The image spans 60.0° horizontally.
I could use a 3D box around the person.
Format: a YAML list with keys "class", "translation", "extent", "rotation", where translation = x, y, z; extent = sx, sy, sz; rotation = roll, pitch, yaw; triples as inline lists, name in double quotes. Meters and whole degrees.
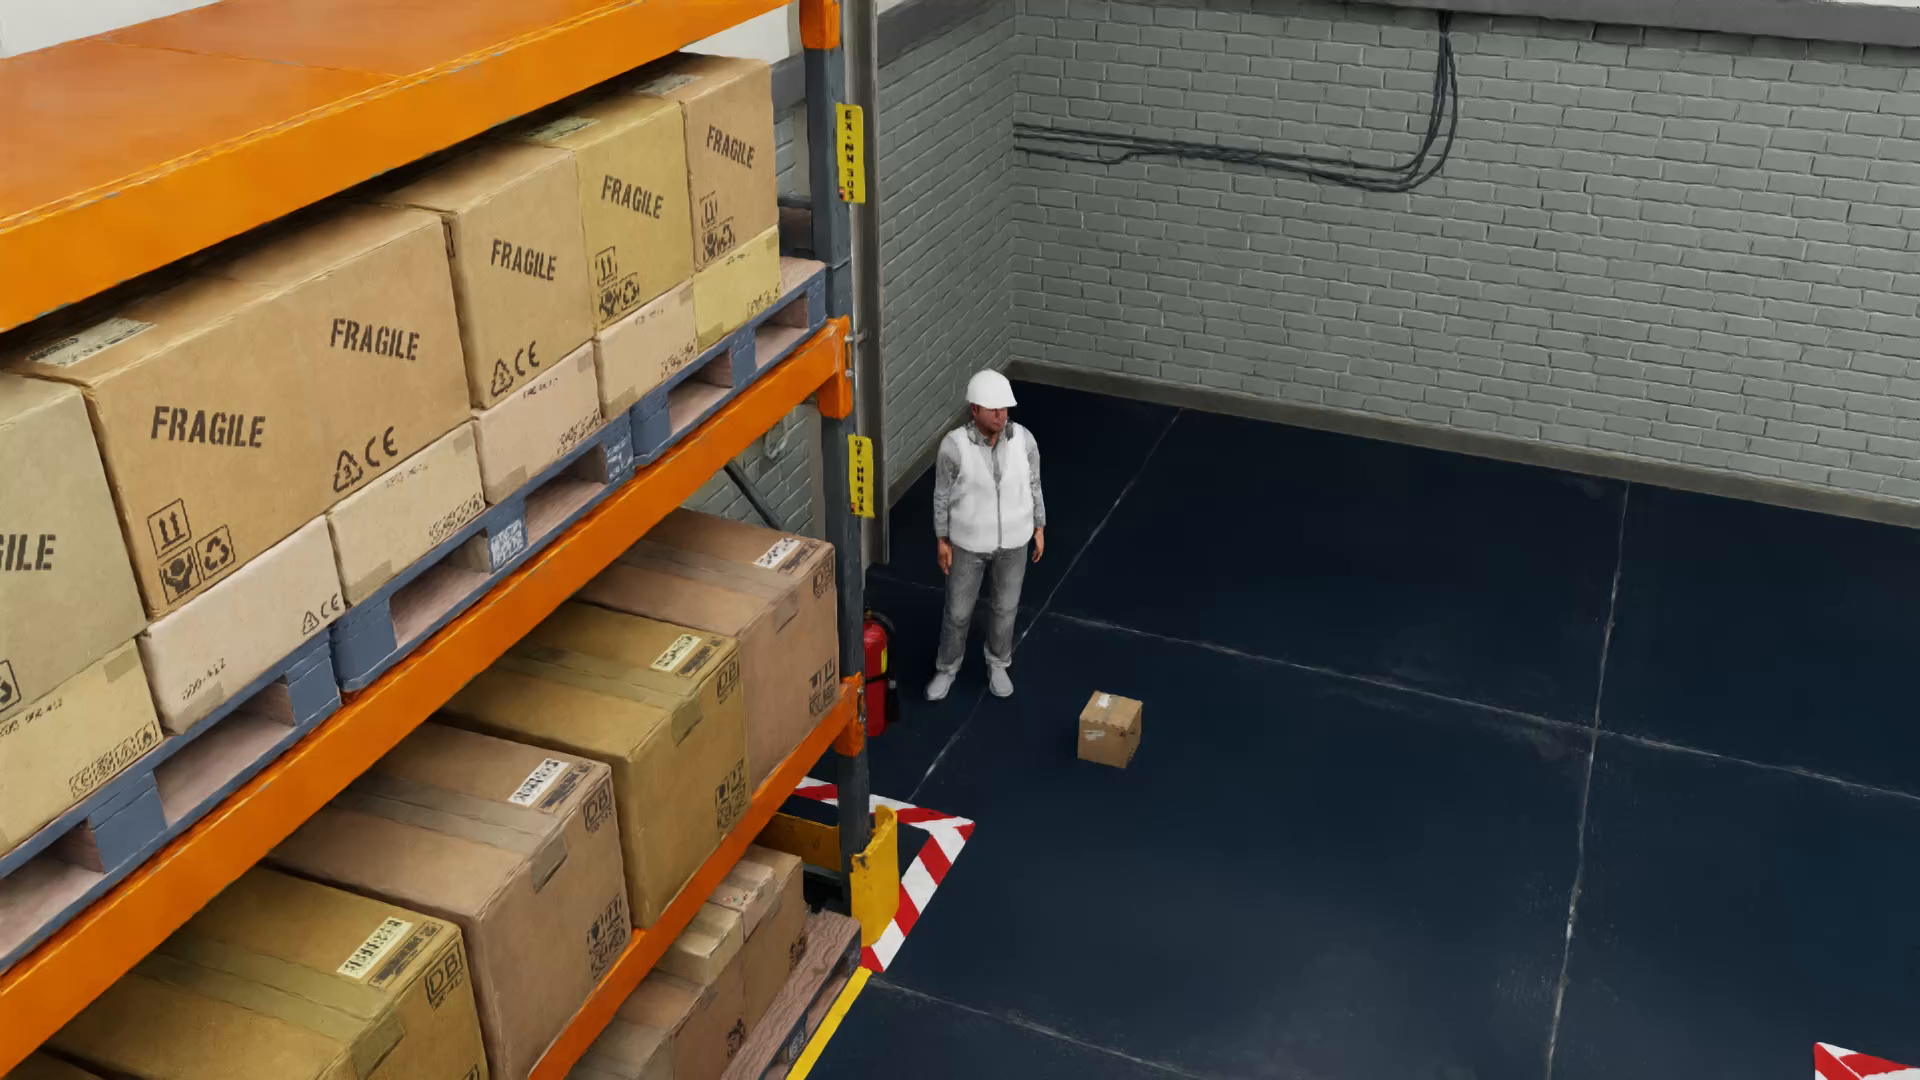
- class: "person"
  translation: [0.118, -0.007, 8.374]
  extent: [0.667, 1.775, 0.377]
  rotation: [-8, 30, -14]
